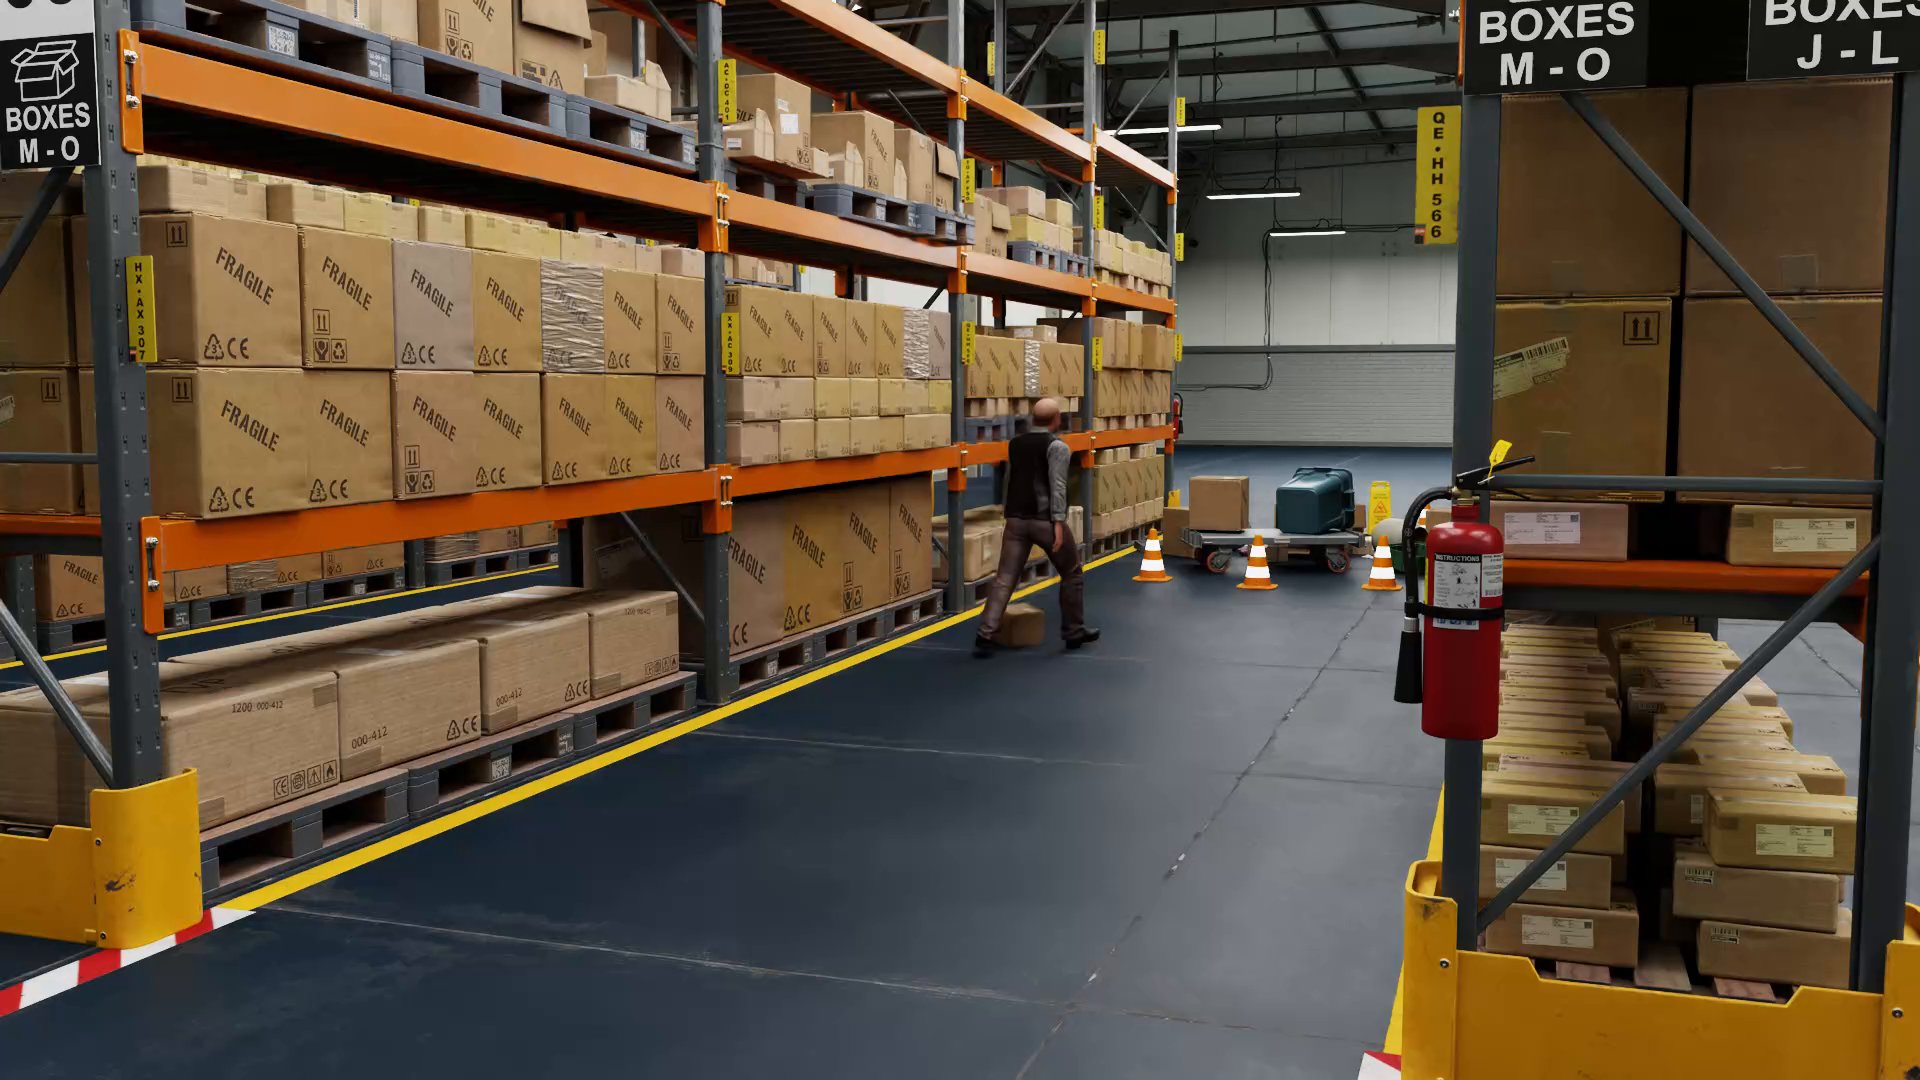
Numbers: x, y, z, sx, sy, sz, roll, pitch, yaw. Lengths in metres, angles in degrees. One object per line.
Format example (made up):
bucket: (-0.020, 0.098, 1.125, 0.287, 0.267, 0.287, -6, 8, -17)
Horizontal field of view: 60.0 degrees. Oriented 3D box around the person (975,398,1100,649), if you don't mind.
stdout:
person: (0.492, -0.056, 11.002, 0.570, 1.582, 0.963, 4, 7, 38)
